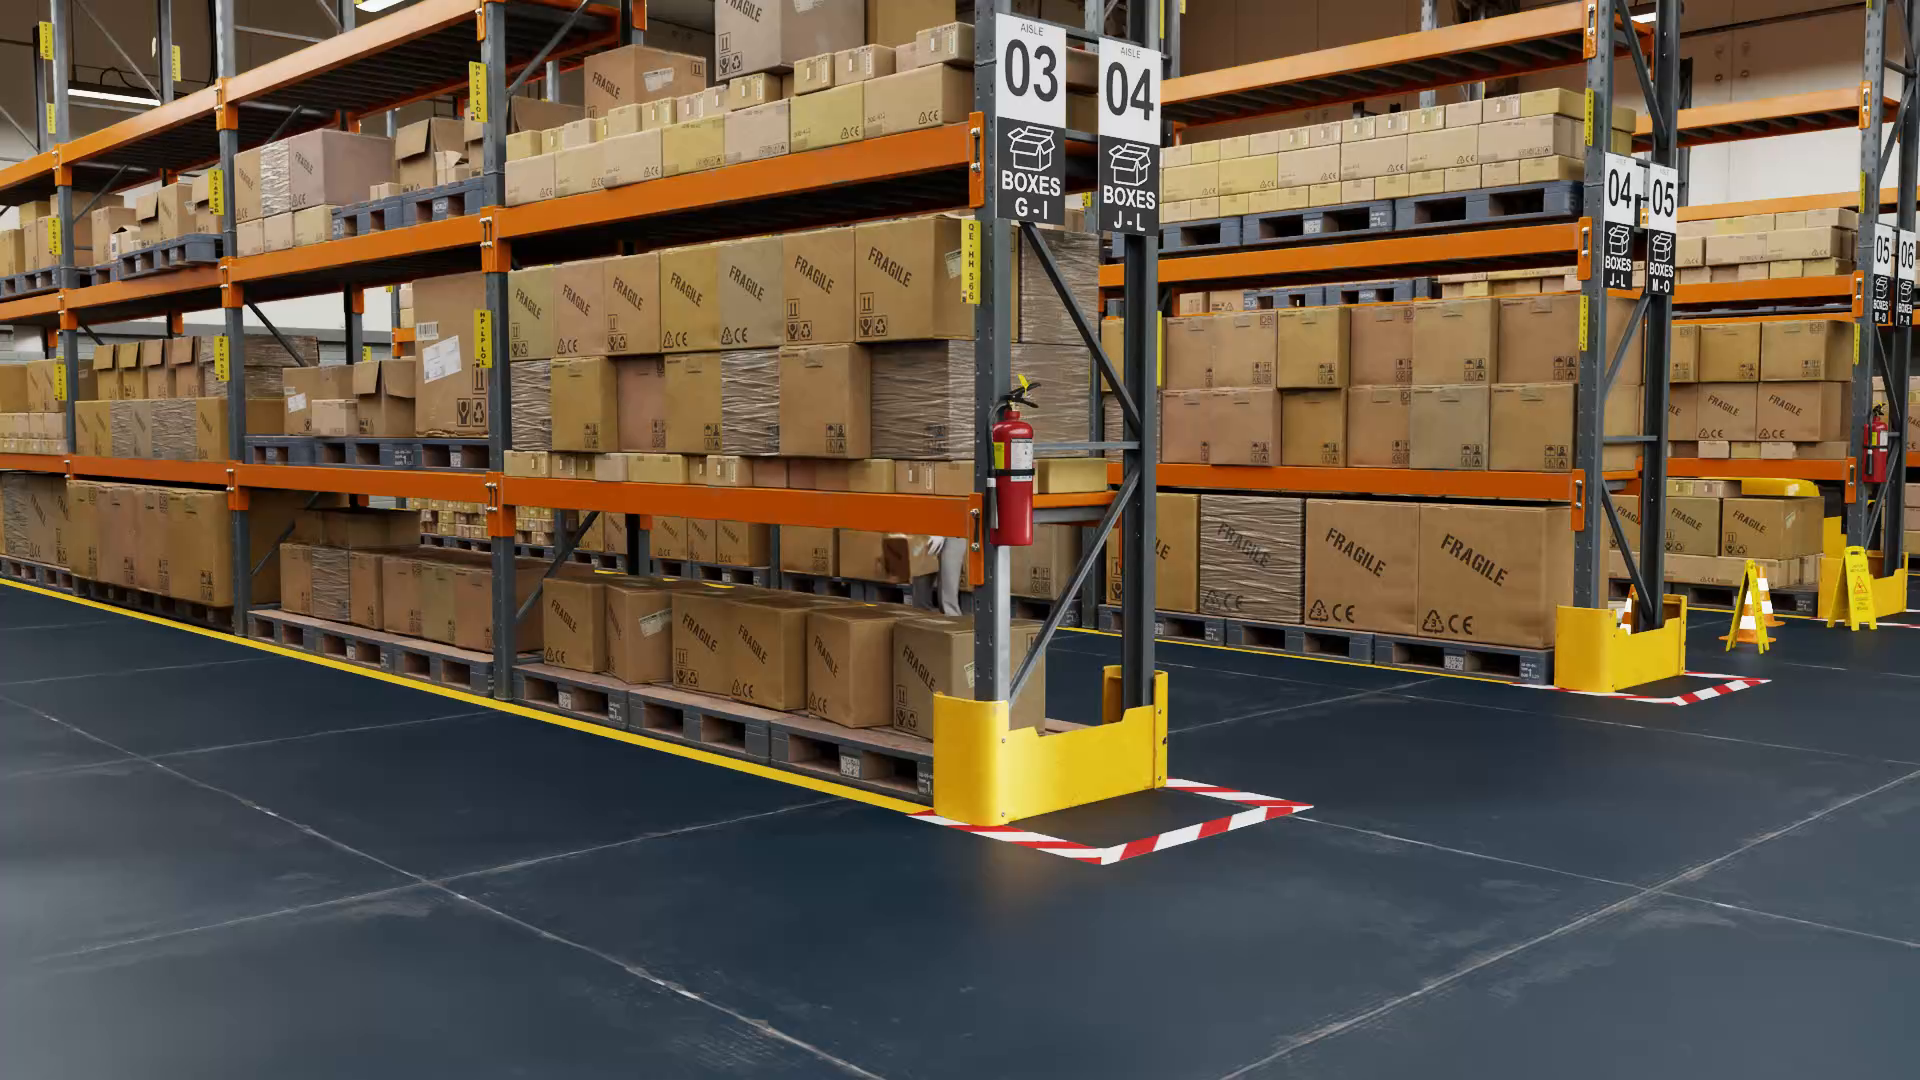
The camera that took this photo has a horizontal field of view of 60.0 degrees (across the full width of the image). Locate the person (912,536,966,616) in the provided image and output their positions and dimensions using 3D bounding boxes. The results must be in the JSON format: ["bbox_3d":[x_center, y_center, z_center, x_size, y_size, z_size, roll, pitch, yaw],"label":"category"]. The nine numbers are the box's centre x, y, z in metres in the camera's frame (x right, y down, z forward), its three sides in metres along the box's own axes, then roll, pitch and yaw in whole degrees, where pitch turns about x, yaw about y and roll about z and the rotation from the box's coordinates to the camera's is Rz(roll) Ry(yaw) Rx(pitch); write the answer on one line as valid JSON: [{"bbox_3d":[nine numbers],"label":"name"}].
[{"bbox_3d":[-0.156,0.008,10.754,0.411,1.684,0.500,-4,6,-45],"label":"person"}]
